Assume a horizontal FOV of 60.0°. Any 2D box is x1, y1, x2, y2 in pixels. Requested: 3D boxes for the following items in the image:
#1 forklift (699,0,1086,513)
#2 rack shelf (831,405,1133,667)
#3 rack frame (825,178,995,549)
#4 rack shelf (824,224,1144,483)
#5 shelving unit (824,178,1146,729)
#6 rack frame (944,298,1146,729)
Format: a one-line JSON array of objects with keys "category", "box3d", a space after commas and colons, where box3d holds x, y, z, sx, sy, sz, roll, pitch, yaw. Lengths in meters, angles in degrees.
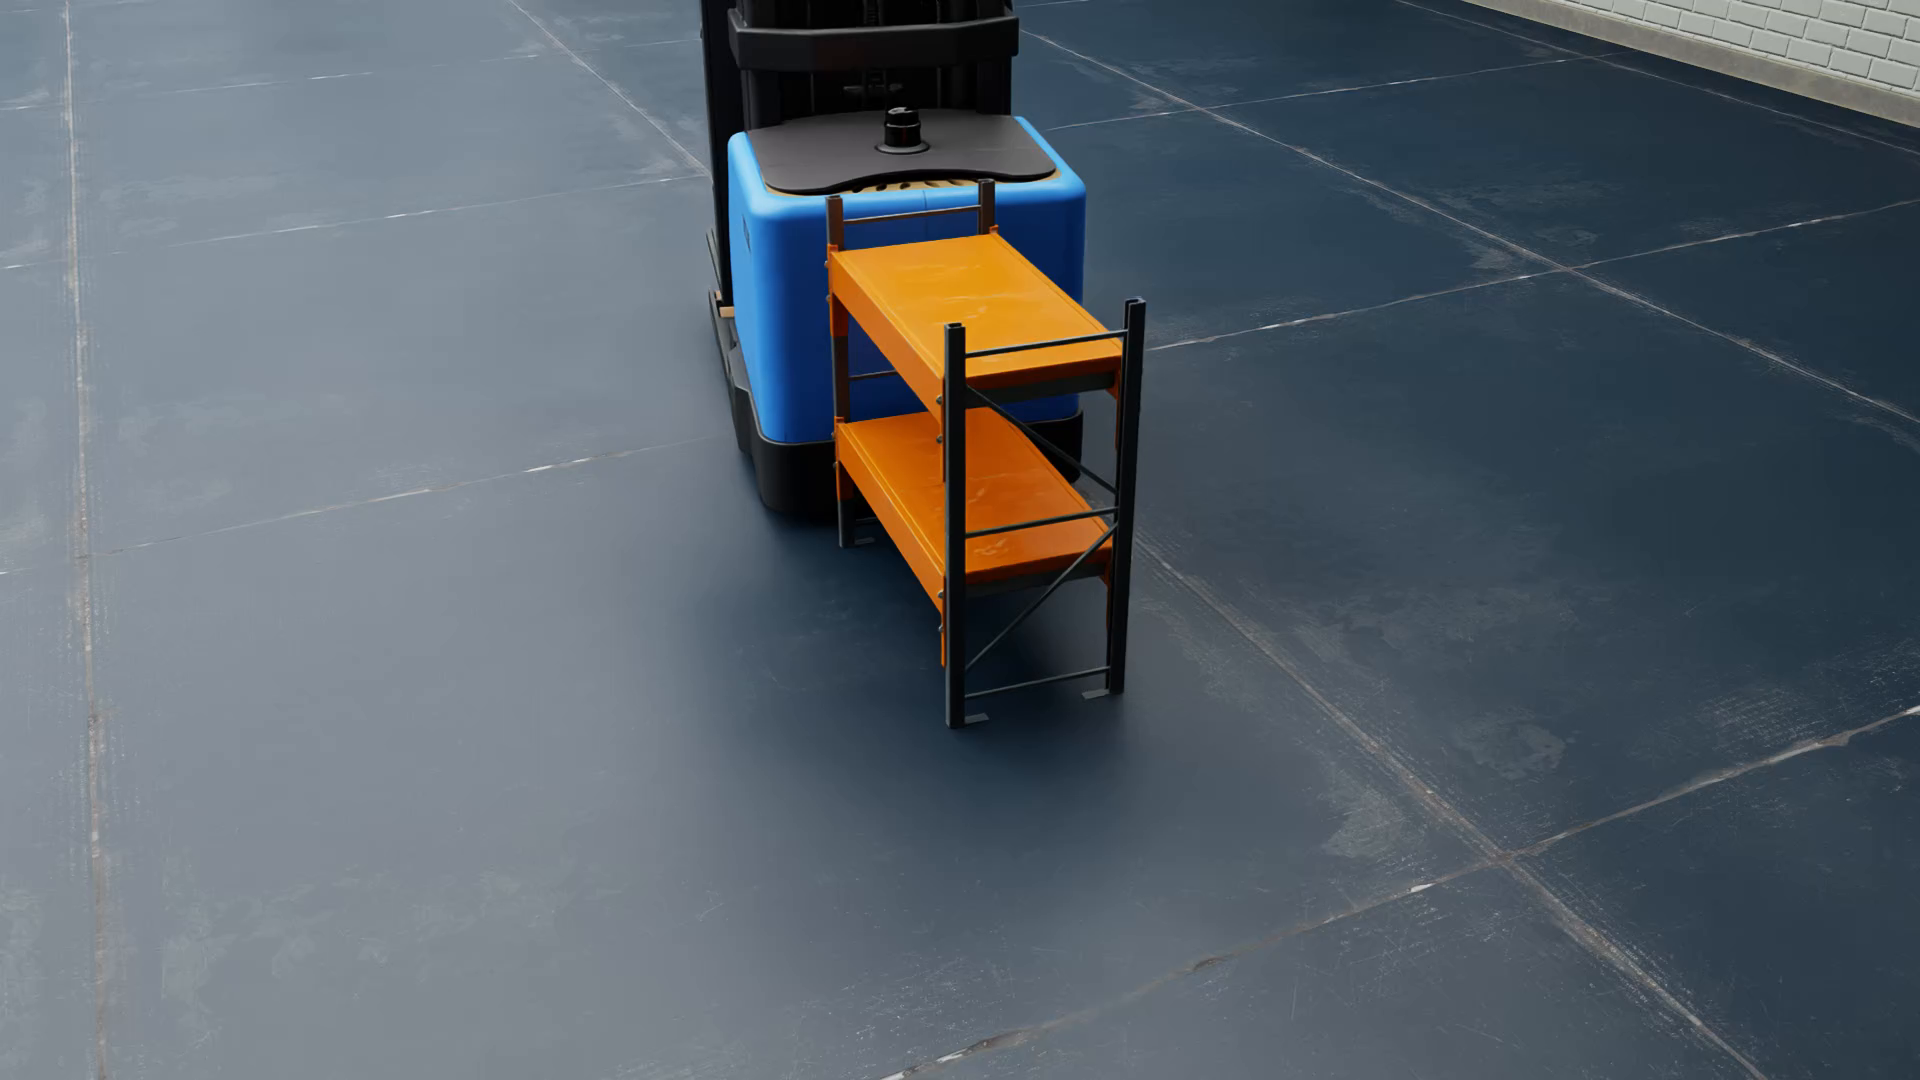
[{"category": "forklift", "box3d": [-0.409, -2.068, 5.940, 1.130, 2.935, 3.031, -6, 30, -10]}, {"category": "rack shelf", "box3d": [0.032, -0.063, 4.711, 0.538, 0.278, 1.000, -10, 31, -17]}, {"category": "rack frame", "box3d": [-0.138, -0.510, 5.010, 0.500, 1.125, 0.032, -10, 31, -17]}, {"category": "rack shelf", "box3d": [0.032, -0.531, 4.449, 0.538, 0.278, 1.000, -10, 31, -17]}, {"category": "shelving unit", "box3d": [0.032, -0.276, 4.592, 0.538, 1.125, 1.048, -10, 31, -17]}, {"category": "rack frame", "box3d": [0.203, -0.042, 4.174, 0.500, 1.125, 0.032, -10, 31, -17]}]
